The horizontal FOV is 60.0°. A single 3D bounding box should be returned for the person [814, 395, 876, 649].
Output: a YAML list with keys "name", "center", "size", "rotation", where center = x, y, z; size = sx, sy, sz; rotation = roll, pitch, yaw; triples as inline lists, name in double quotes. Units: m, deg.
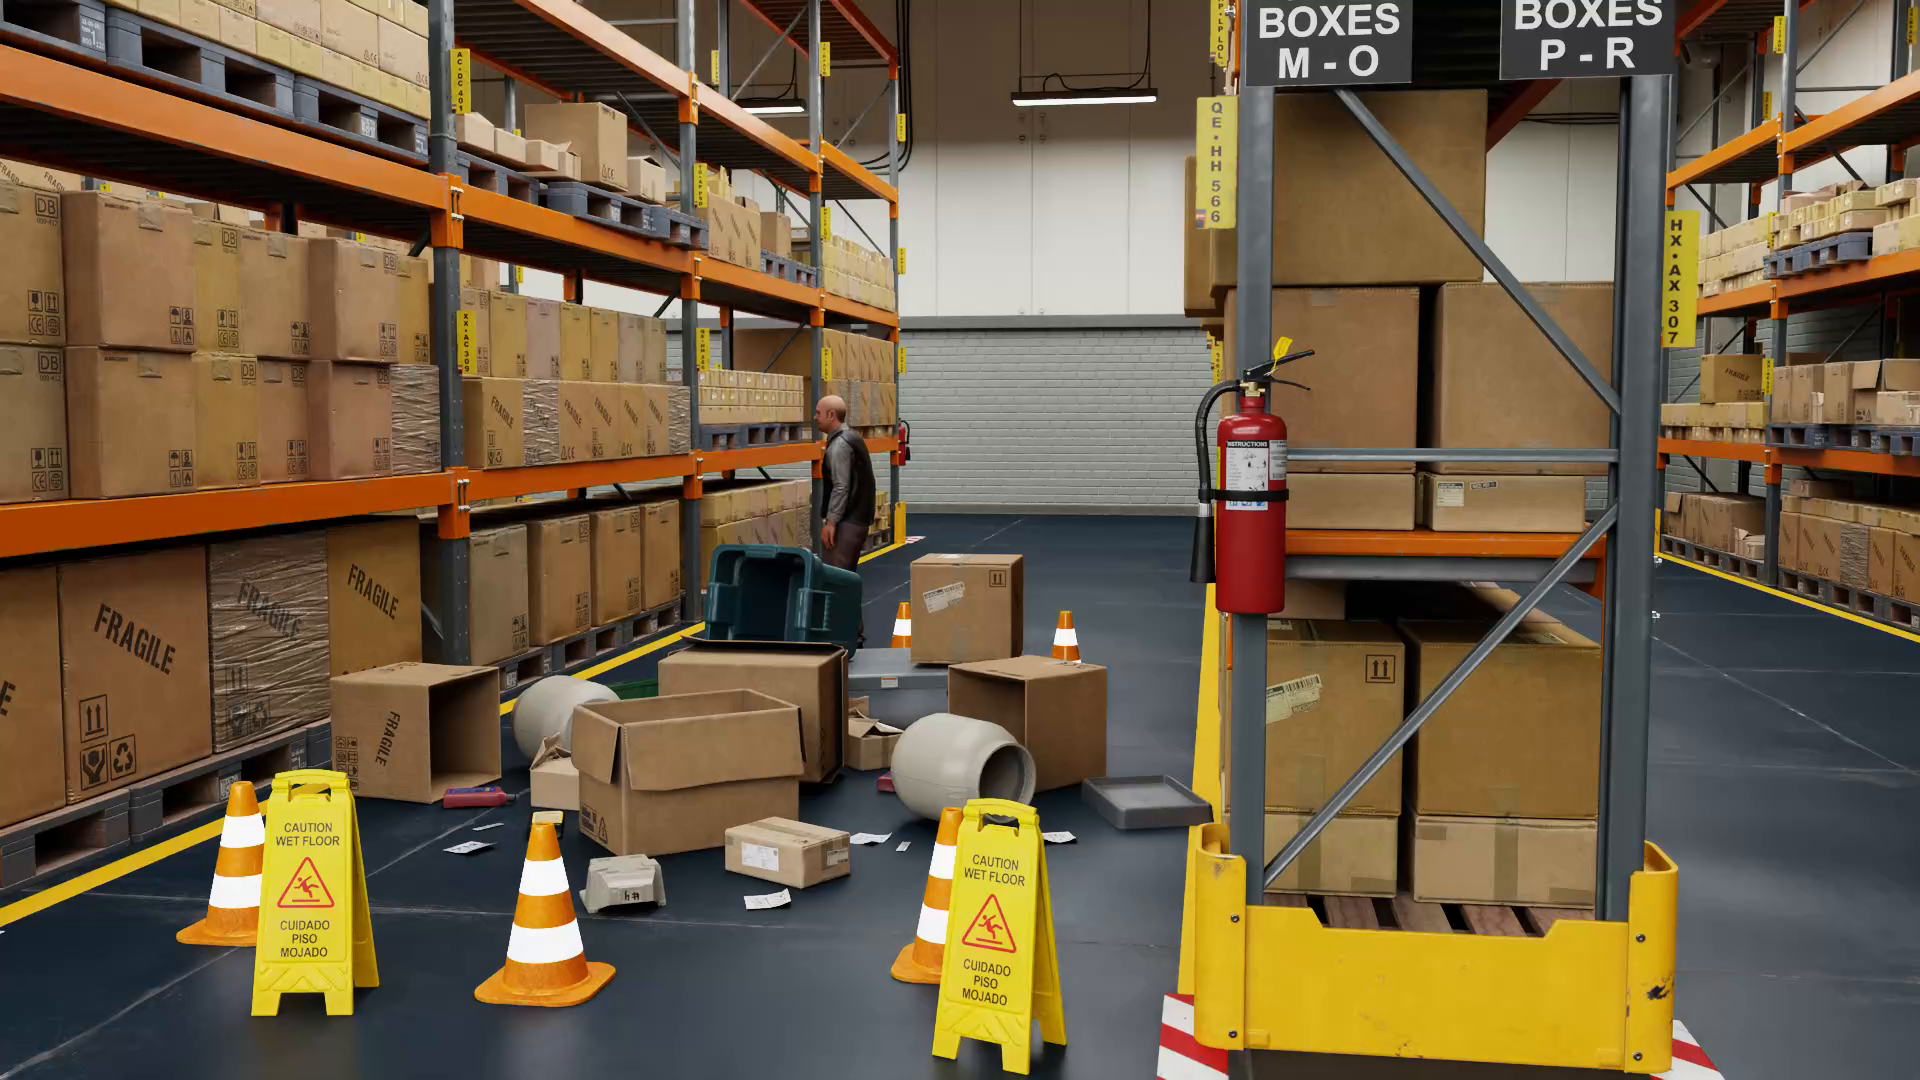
- name: "person"
  center: [-0.769, -0.097, 11.032]
  size: [0.419, 1.722, 0.594]
  rotation: [0, 4, 6]
